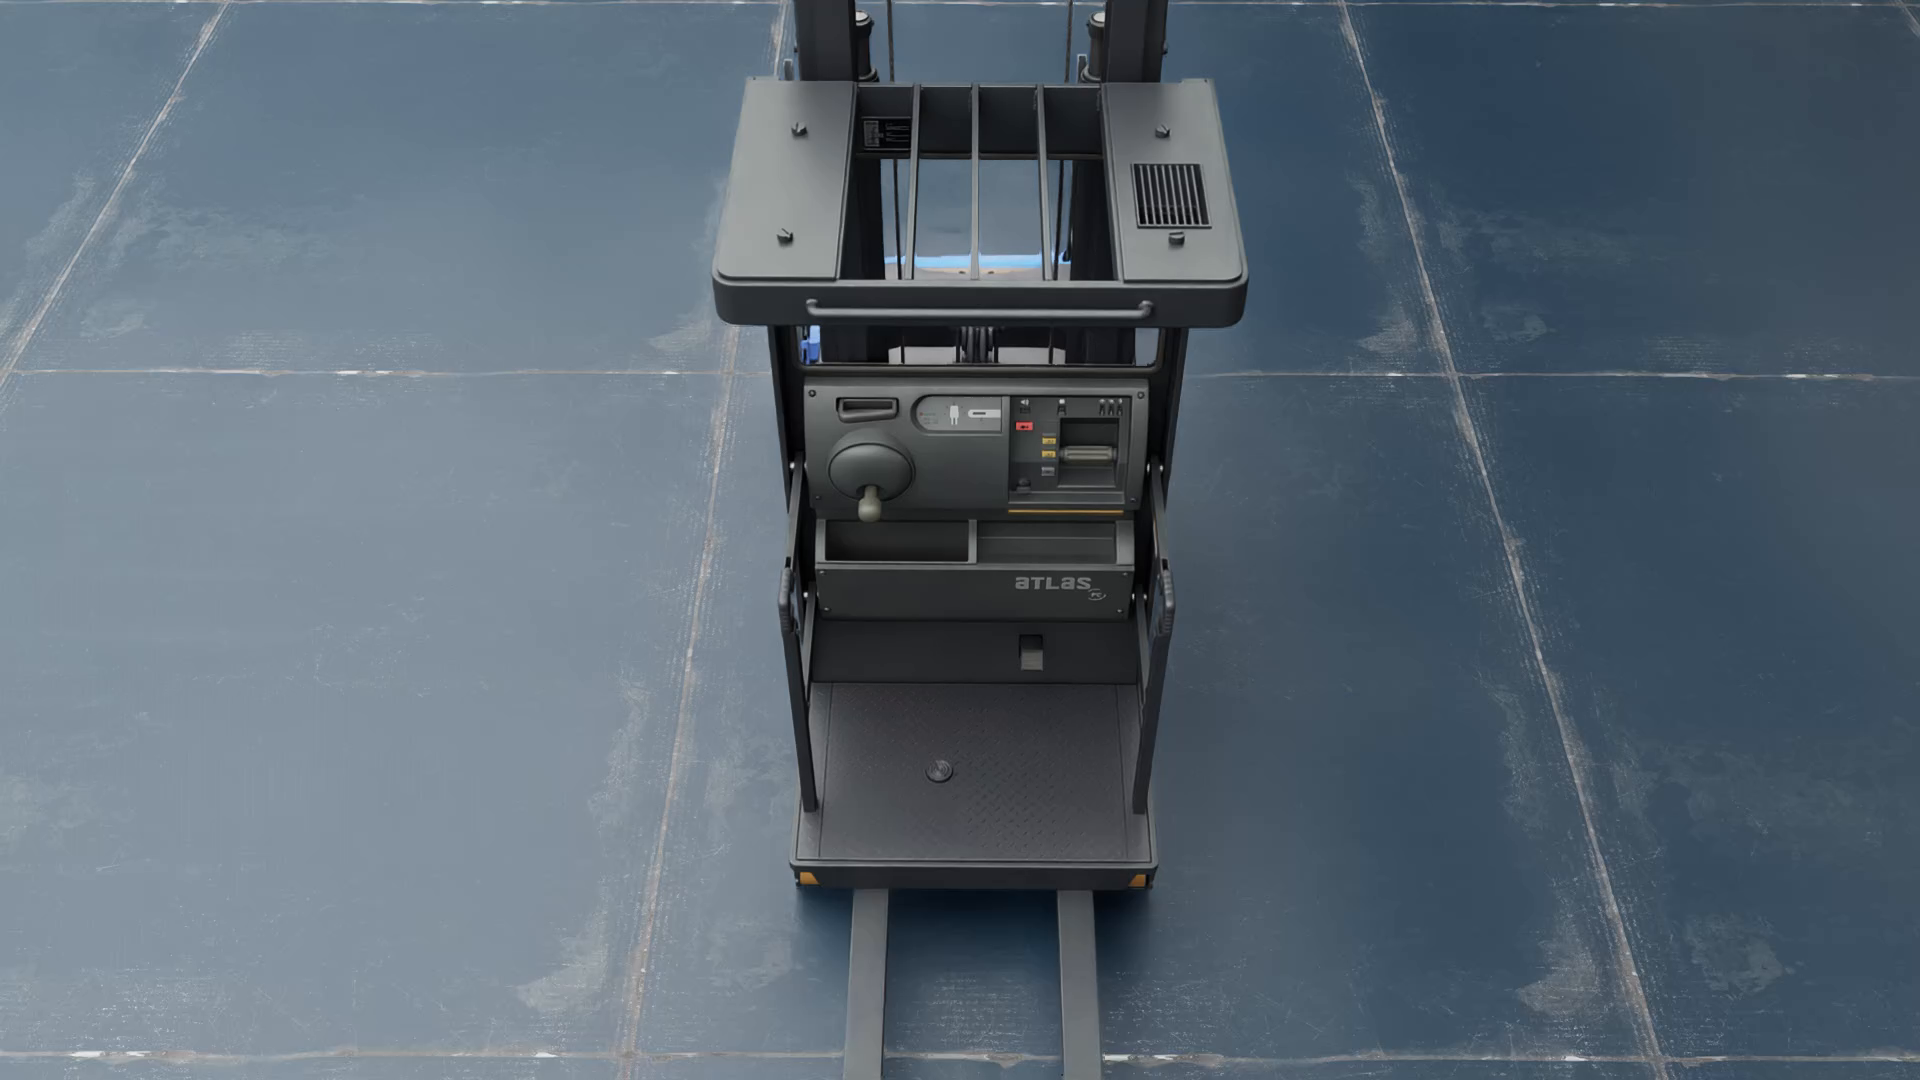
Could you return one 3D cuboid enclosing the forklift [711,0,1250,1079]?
[{"bbox_3d":[0.044,-0.147,4.384,1.130,2.935,3.031,0,47,0],"label":"forklift"}]

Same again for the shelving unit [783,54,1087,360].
[{"bbox_3d":[-0.077,-0.980,6.138,1.048,1.500,0.538,-1,47,-1],"label":"shelving unit"}]

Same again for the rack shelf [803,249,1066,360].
[{"bbox_3d":[-0.077,-0.858,6.269,1.000,0.185,0.538,-1,47,-1],"label":"rack shelf"}]

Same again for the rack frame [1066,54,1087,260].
[{"bbox_3d":[0.431,-0.992,6.148,0.032,1.500,0.500,-1,47,-1],"label":"rack frame"}]

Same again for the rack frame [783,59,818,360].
[{"bbox_3d":[-0.585,-0.969,6.127,0.032,1.500,0.500,-1,47,-1],"label":"rack frame"}]
